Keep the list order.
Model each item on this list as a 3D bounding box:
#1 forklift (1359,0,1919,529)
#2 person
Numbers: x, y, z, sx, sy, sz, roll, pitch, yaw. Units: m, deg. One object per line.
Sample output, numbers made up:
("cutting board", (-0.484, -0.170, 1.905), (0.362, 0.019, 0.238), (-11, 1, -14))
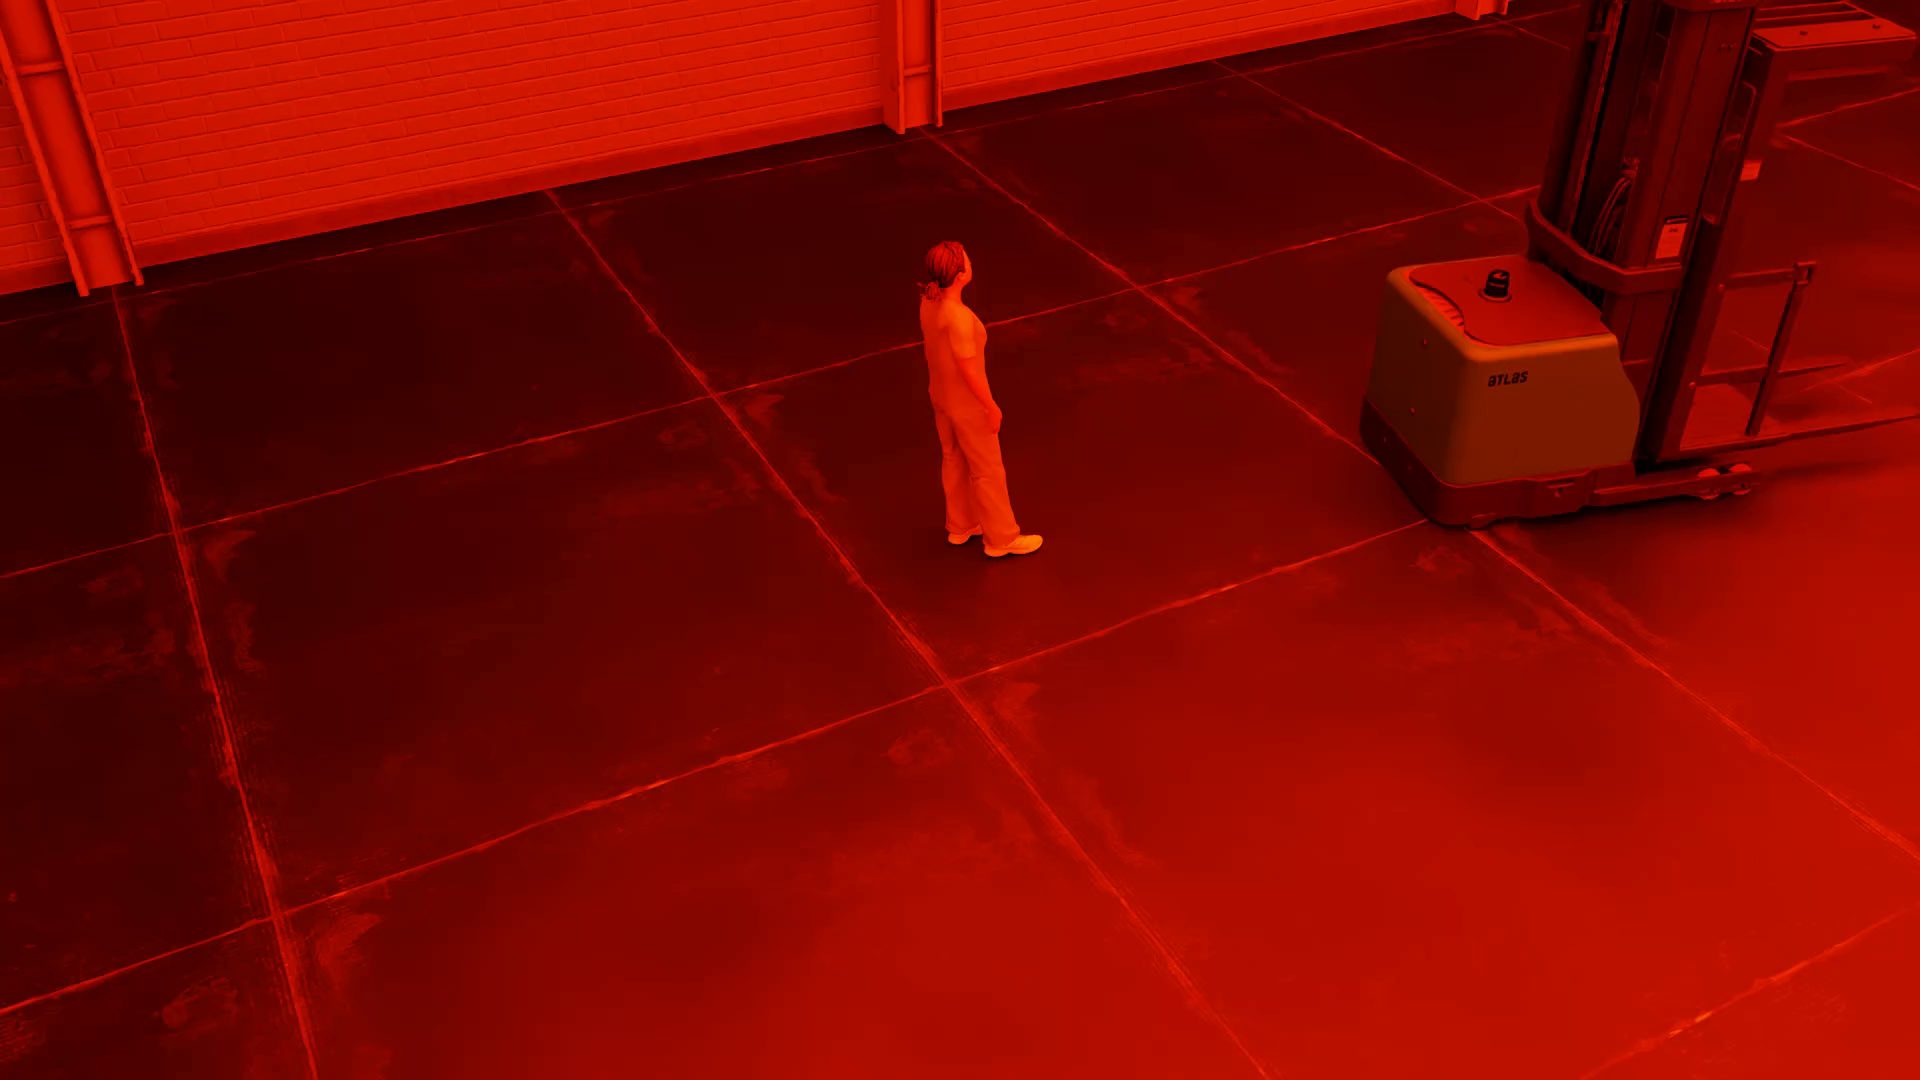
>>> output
("forklift", (3.827, -1.703, 8.533), (3.031, 2.935, 1.130), (-8, 36, -11))
("person", (0.072, -0.703, 8.193), (0.548, 1.673, 0.549), (-17, 39, -23))
